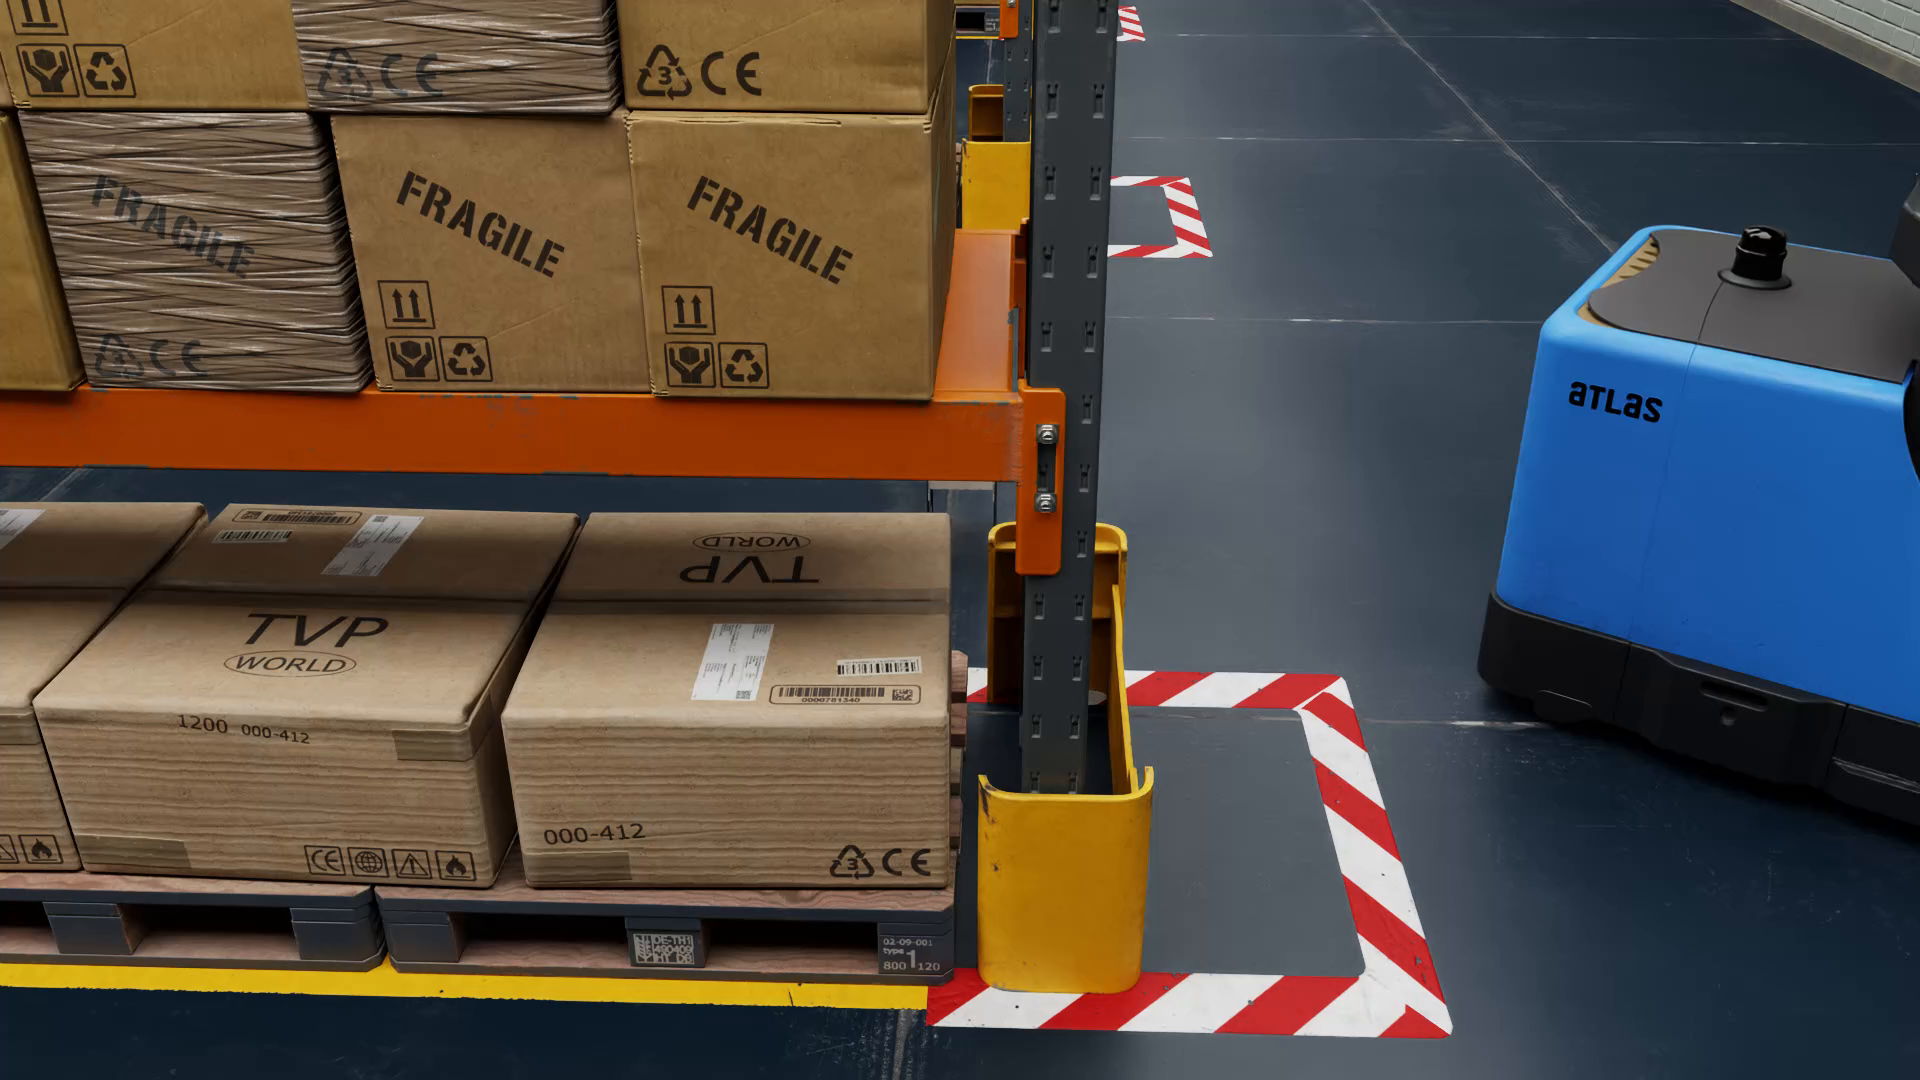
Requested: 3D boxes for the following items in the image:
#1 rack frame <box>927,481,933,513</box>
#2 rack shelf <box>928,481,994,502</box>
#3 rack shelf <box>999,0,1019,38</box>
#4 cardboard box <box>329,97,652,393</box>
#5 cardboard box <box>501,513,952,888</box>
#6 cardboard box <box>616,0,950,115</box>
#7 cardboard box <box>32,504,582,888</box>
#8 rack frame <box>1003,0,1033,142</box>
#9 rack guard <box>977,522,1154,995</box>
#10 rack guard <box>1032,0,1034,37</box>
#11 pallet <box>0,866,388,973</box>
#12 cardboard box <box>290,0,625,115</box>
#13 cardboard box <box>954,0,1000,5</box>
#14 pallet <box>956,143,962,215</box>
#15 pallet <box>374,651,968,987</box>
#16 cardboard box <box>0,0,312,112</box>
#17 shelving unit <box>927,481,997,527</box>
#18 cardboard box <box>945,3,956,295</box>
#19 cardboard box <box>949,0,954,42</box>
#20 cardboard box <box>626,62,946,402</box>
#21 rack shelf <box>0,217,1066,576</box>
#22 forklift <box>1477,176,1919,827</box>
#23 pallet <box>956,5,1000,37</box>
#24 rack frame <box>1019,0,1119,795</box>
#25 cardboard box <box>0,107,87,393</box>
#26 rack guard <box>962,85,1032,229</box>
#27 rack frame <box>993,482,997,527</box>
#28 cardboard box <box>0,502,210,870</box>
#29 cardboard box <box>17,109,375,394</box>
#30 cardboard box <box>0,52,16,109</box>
[{"bbox_3d":[-0.093,-0.399,5.042,0.006,0.900,0.240,1,28,2],"label":"rack frame"},{"bbox_3d":[0.008,-0.209,5.139,0.200,0.077,0.258,1,28,2],"label":"rack shelf"},{"bbox_3d":[-1.721,-2.689,7.888,4.000,0.370,1.077,1,28,2],"label":"rack shelf"},{"bbox_3d":[-0.788,-0.599,3.070,0.500,0.500,0.500,0,28,1],"label":"cardboard box"},{"bbox_3d":[-0.459,0.327,3.717,0.875,0.438,0.875,0,28,0],"label":"cardboard box"},{"bbox_3d":[-0.286,-1.038,2.830,0.500,0.500,0.500,2,28,3],"label":"cardboard box"},{"bbox_3d":[-1.374,0.316,3.738,0.875,0.438,0.875,2,28,3],"label":"cardboard box"},{"bbox_3d":[0.278,-2.974,7.657,0.127,3.000,1.000,1,28,2],"label":"rack frame"},{"bbox_3d":[0.228,0.450,3.868,0.348,0.500,1.175,1,28,2],"label":"rack guard"},{"bbox_3d":[0.578,-4.189,12.618,0.348,0.500,1.175,1,28,2],"label":"rack guard"},{"bbox_3d":[-1.814,0.579,3.933,1.213,0.211,1.003,1,28,2],"label":"pallet"},{"bbox_3d":[-0.809,-1.033,2.821,0.500,0.500,0.500,1,28,2],"label":"cardboard box"},{"bbox_3d":[-0.088,-4.514,12.382,0.875,0.875,0.875,1,28,2],"label":"cardboard box"},{"bbox_3d":[-0.609,-1.773,8.369,1.213,0.211,1.003,1,28,2],"label":"pallet"},{"bbox_3d":[-0.598,0.600,3.892,1.213,0.211,1.003,1,28,2],"label":"pallet"},{"bbox_3d":[-1.303,-1.042,2.839,0.500,0.500,0.500,1,28,2],"label":"cardboard box"},{"bbox_3d":[0.008,-0.397,5.039,0.210,0.900,0.258,1,28,2],"label":"shelving unit"},{"bbox_3d":[-0.265,-0.842,3.528,0.500,0.500,0.500,1,28,1],"label":"cardboard box"},{"bbox_3d":[-0.265,-1.282,3.292,0.500,0.500,0.500,0,28,1],"label":"cardboard box"},{"bbox_3d":[-0.287,-0.583,3.041,0.500,0.500,0.500,1,28,2],"label":"cardboard box"},{"bbox_3d":[-1.794,-0.370,3.514,4.000,0.370,1.077,1,28,2],"label":"rack shelf"},{"bbox_3d":[2.887,-0.670,3.384,3.031,2.935,1.130,17,33,30],"label":"forklift"},{"bbox_3d":[-0.248,-4.038,12.643,1.213,0.211,1.003,1,28,2],"label":"pallet"},{"bbox_3d":[0.204,-0.655,3.283,0.127,3.000,1.000,1,28,2],"label":"rack frame"},{"bbox_3d":[-1.819,-0.605,3.082,0.500,0.500,0.500,2,28,3],"label":"cardboard box"},{"bbox_3d":[0.202,-1.871,8.245,0.348,0.500,1.175,1,28,2],"label":"rack guard"},{"bbox_3d":[0.110,-0.396,5.036,0.006,0.900,0.240,1,28,2],"label":"rack frame"},{"bbox_3d":[-2.275,0.300,3.768,0.875,0.438,0.875,0,28,0],"label":"cardboard box"},{"bbox_3d":[-1.303,-0.603,3.078,0.500,0.500,0.500,2,28,3],"label":"cardboard box"},{"bbox_3d":[-1.806,-1.051,2.856,0.500,0.500,0.500,1,28,1],"label":"cardboard box"}]
